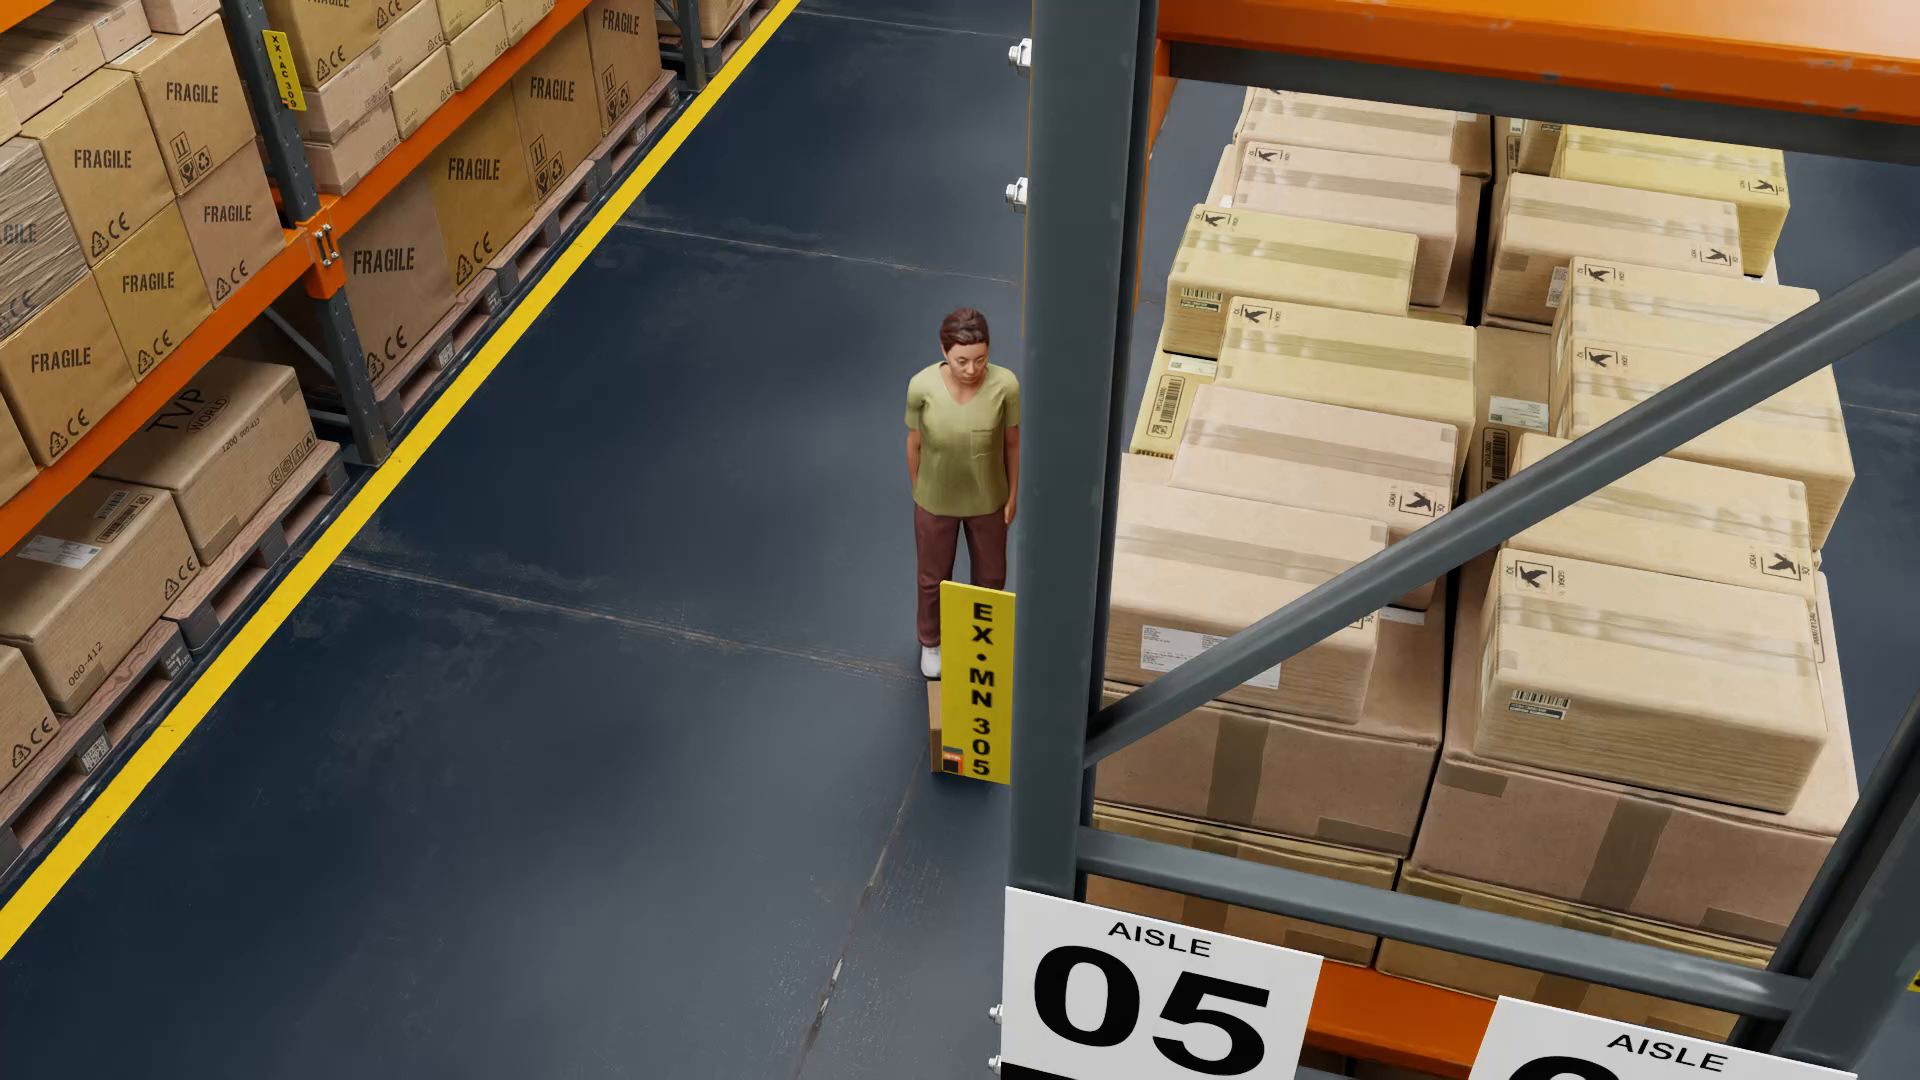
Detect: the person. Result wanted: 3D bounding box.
[{"bbox_3d":[0.017,-0.170,6.359,0.443,1.673,0.360,-2,41,-2],"label":"person"}]
